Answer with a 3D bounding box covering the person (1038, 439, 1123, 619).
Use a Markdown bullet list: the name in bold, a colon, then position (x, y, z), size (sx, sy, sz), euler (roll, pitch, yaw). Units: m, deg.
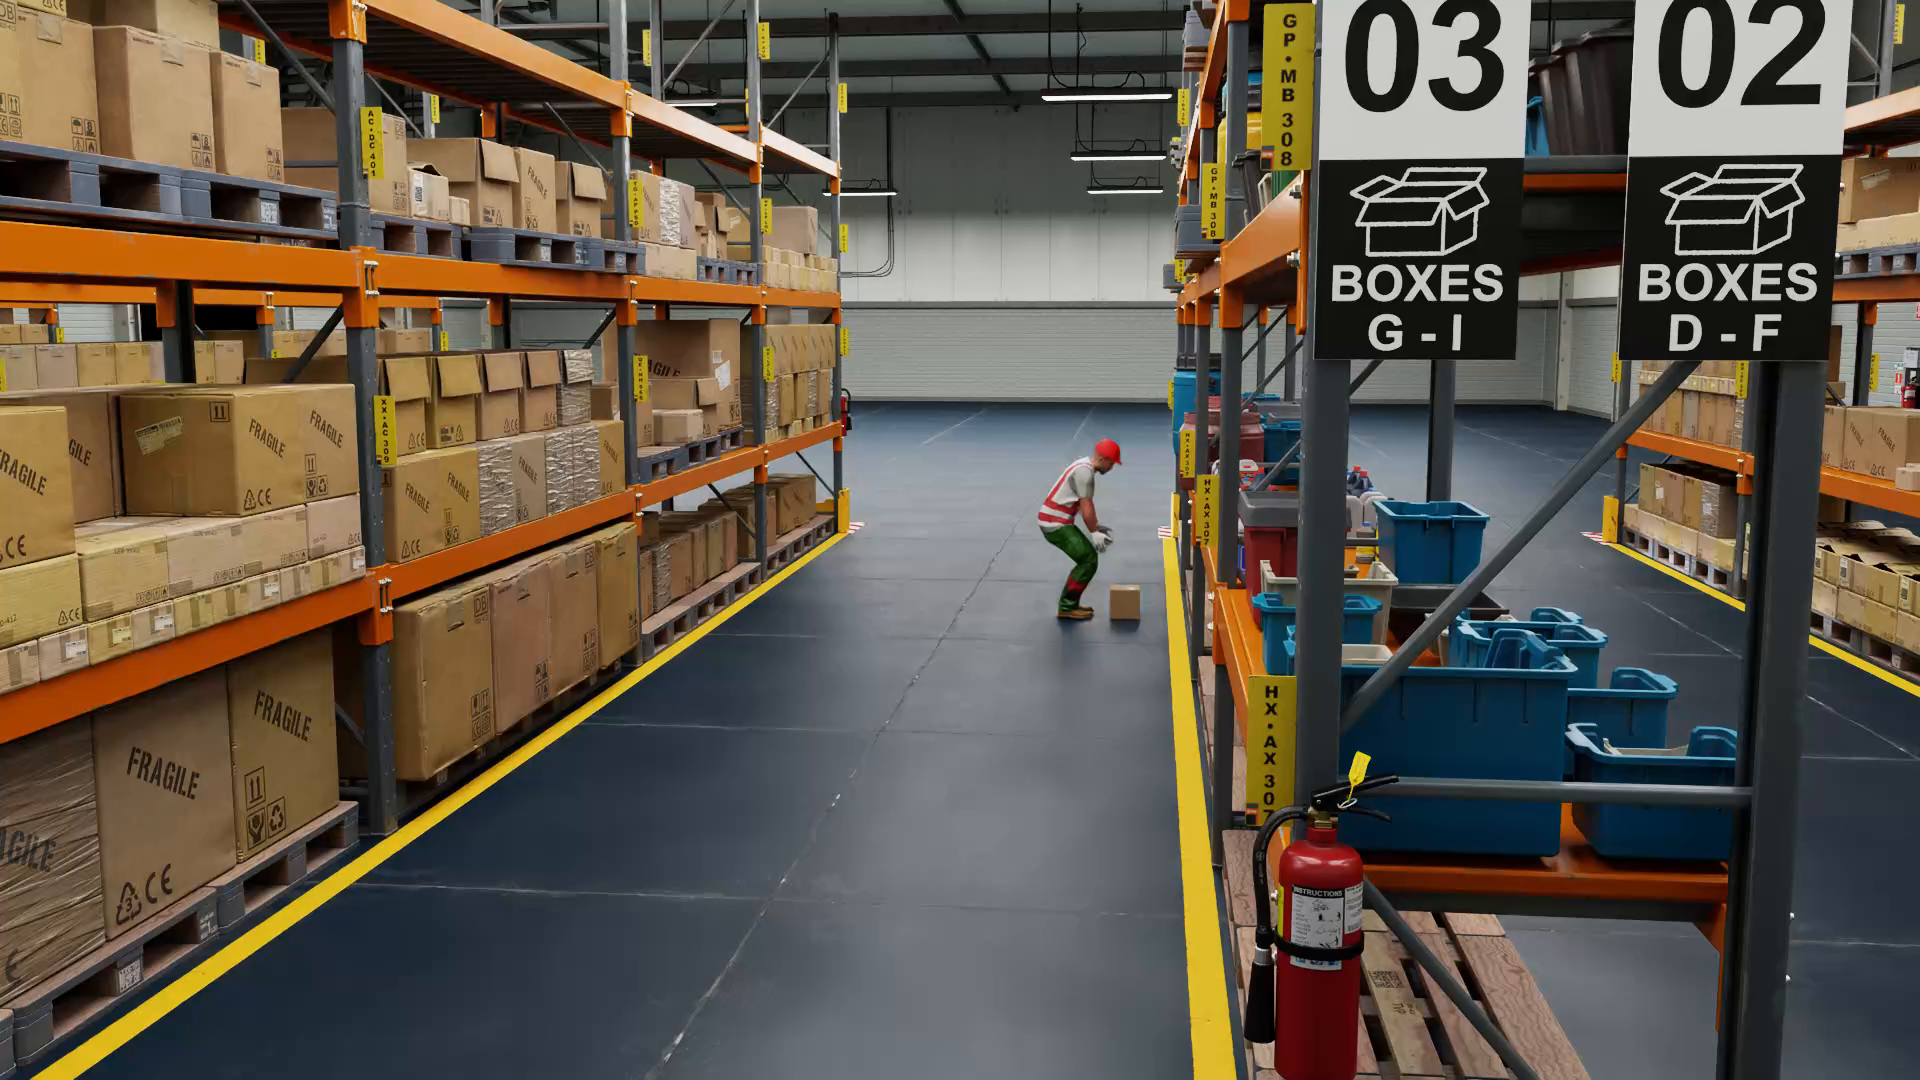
- **person**: position (1.016, -0.103, 14.090), size (0.711, 1.500, 0.581), euler (1, 8, 7)
